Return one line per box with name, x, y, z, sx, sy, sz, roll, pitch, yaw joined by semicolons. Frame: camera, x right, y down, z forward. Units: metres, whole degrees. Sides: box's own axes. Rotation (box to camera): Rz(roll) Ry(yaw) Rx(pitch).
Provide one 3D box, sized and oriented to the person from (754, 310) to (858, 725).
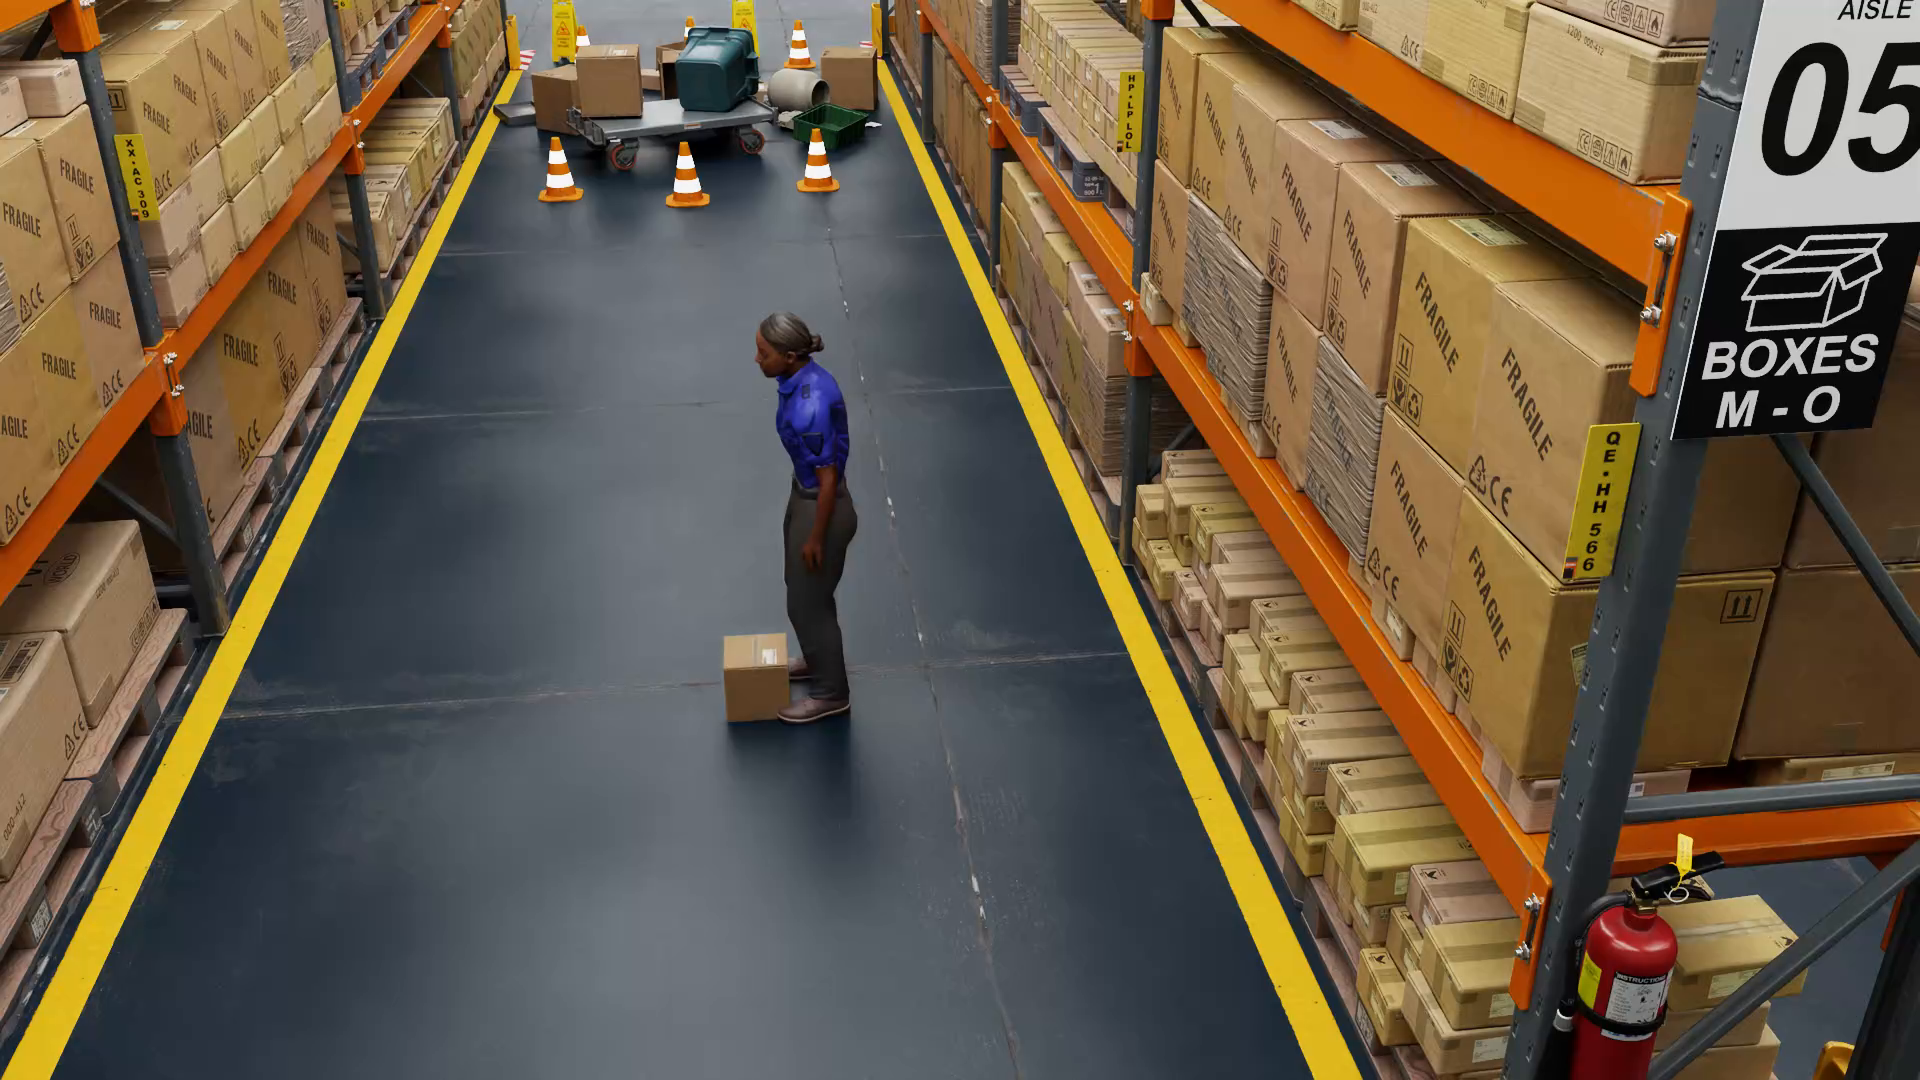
person;-0.575;-0.099;6.317;0.345;1.653;0.518;-5;28;-10
